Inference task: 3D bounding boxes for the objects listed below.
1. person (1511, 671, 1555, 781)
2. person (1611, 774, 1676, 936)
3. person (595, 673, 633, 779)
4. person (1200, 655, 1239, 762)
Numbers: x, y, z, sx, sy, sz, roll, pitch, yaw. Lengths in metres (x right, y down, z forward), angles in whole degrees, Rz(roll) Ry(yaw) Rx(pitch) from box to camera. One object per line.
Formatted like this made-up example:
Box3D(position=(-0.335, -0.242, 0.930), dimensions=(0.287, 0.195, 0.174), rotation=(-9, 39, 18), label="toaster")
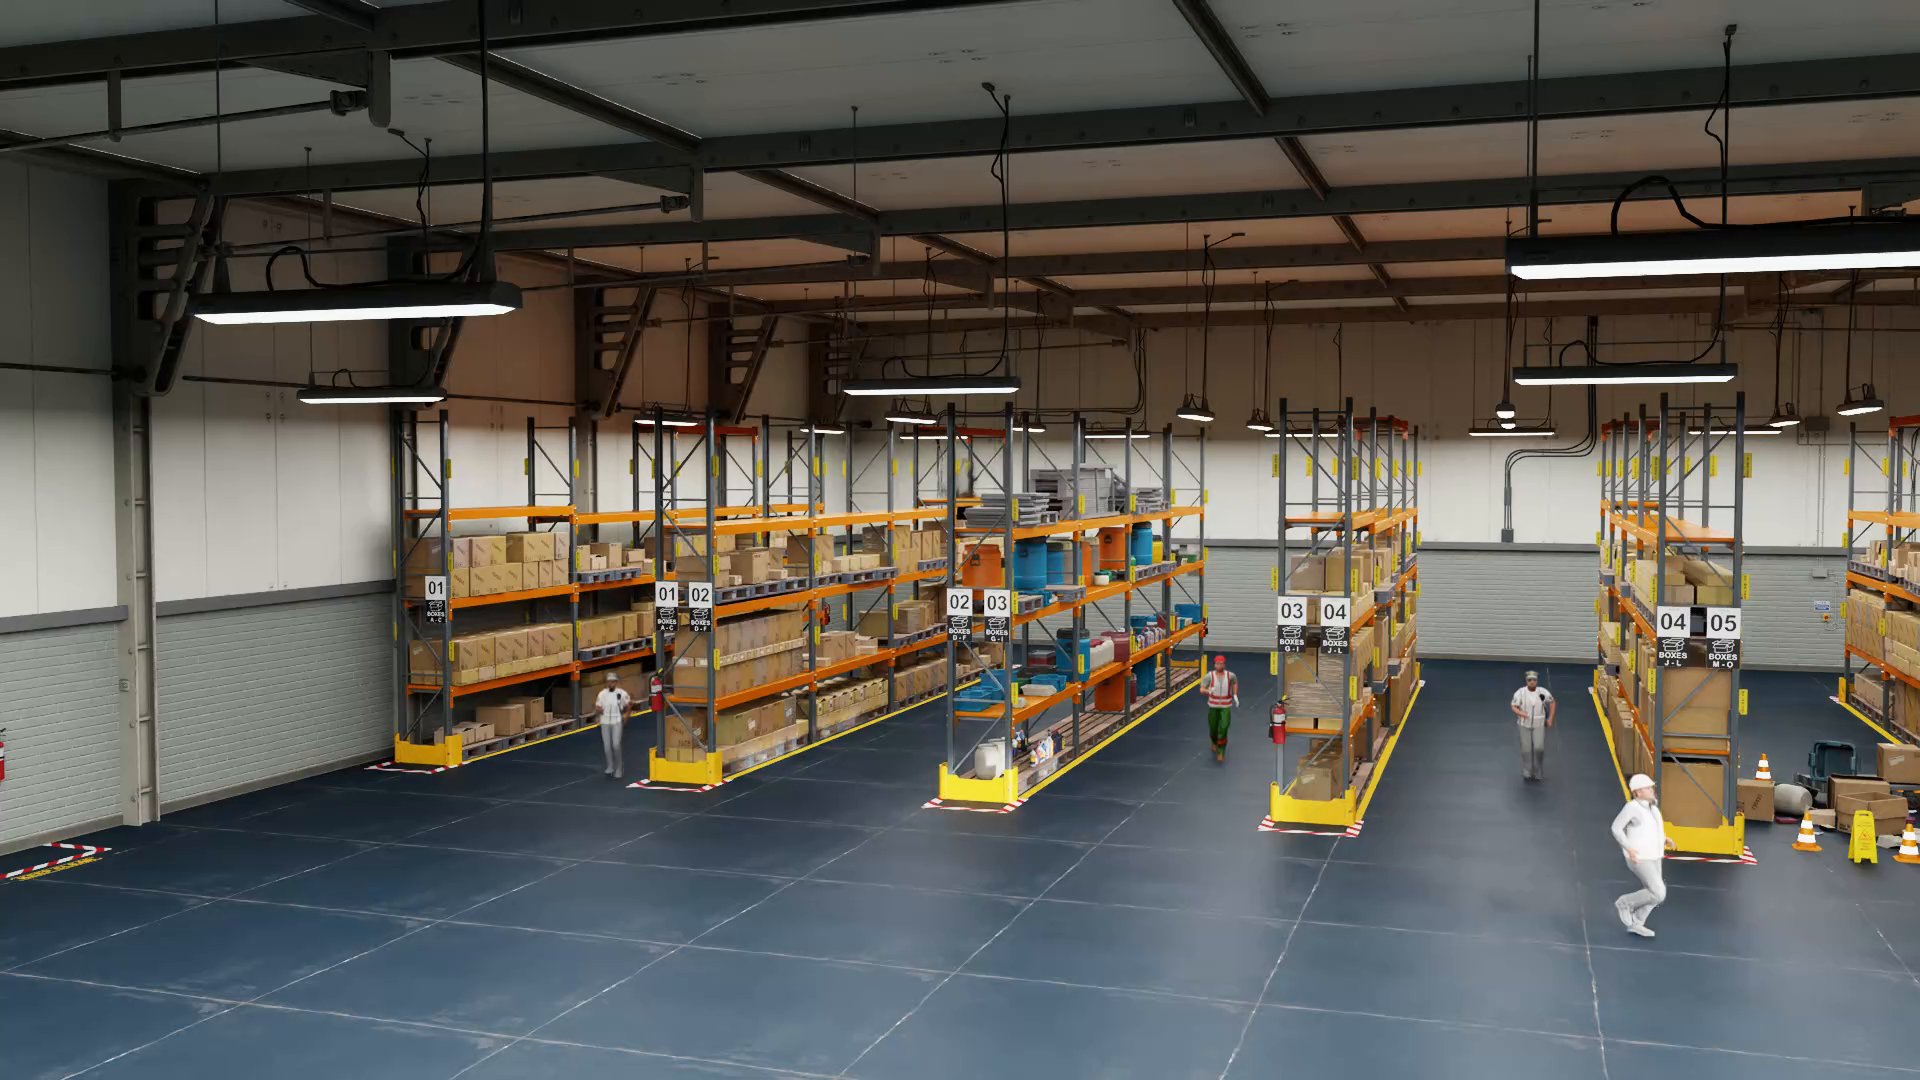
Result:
Box3D(position=(9.199, 2.987, 26.682), dimensions=(0.682, 1.785, 0.680), rotation=(1, 3, 17), label="person")
Box3D(position=(7.337, 3.373, 17.758), dimensions=(0.652, 1.728, 0.569), rotation=(-2, 3, -39), label="person")
Box3D(position=(-5.630, 3.016, 26.943), dimensions=(0.583, 1.735, 0.650), rotation=(0, 2, 0), label="person")
Box3D(position=(4.437, 2.853, 28.472), dimensions=(0.661, 1.772, 0.999), rotation=(0, 2, 7), label="person")
